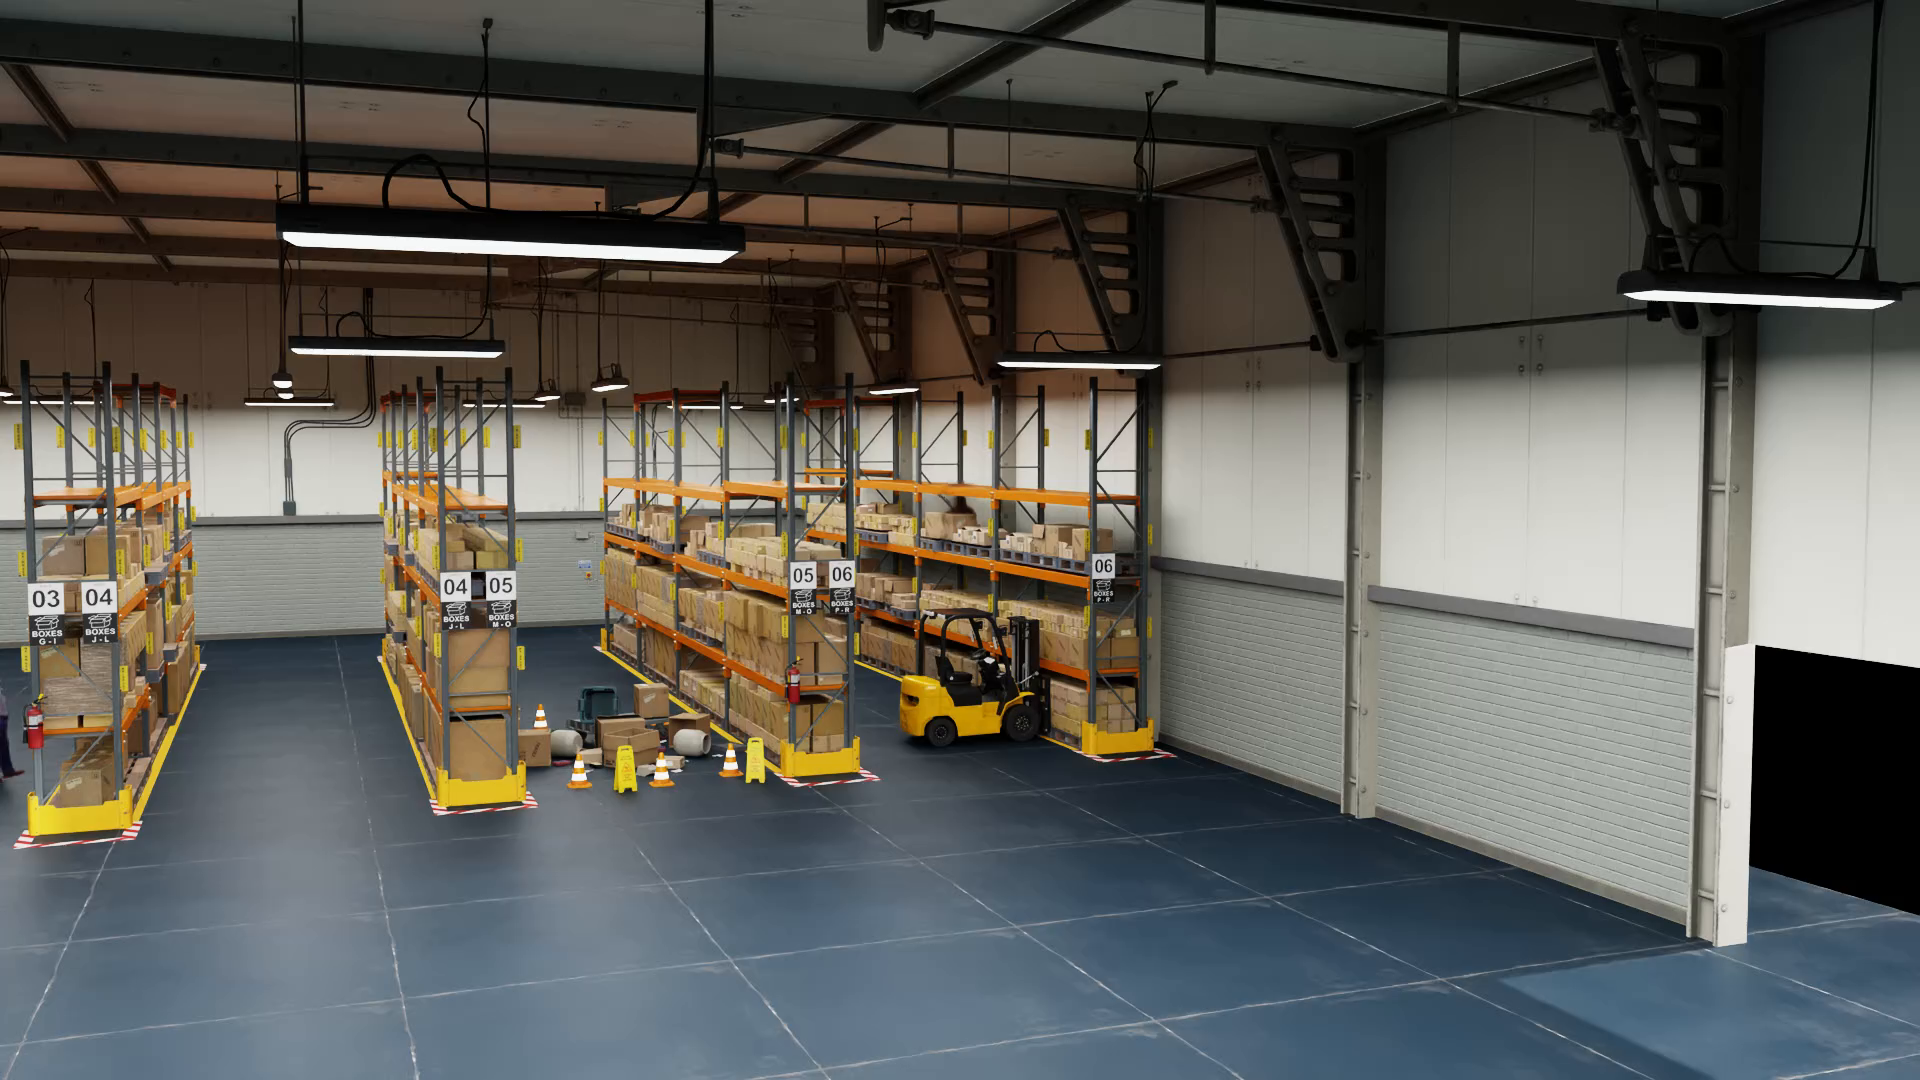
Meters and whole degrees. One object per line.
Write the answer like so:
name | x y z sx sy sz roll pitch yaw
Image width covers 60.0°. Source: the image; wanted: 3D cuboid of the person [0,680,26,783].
person | -14.001 2.724 24.368 0.619 1.644 0.488 -3 5 -45

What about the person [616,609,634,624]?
person | -8.381 1.669 41.576 0.496 1.680 0.444 0 3 -8
